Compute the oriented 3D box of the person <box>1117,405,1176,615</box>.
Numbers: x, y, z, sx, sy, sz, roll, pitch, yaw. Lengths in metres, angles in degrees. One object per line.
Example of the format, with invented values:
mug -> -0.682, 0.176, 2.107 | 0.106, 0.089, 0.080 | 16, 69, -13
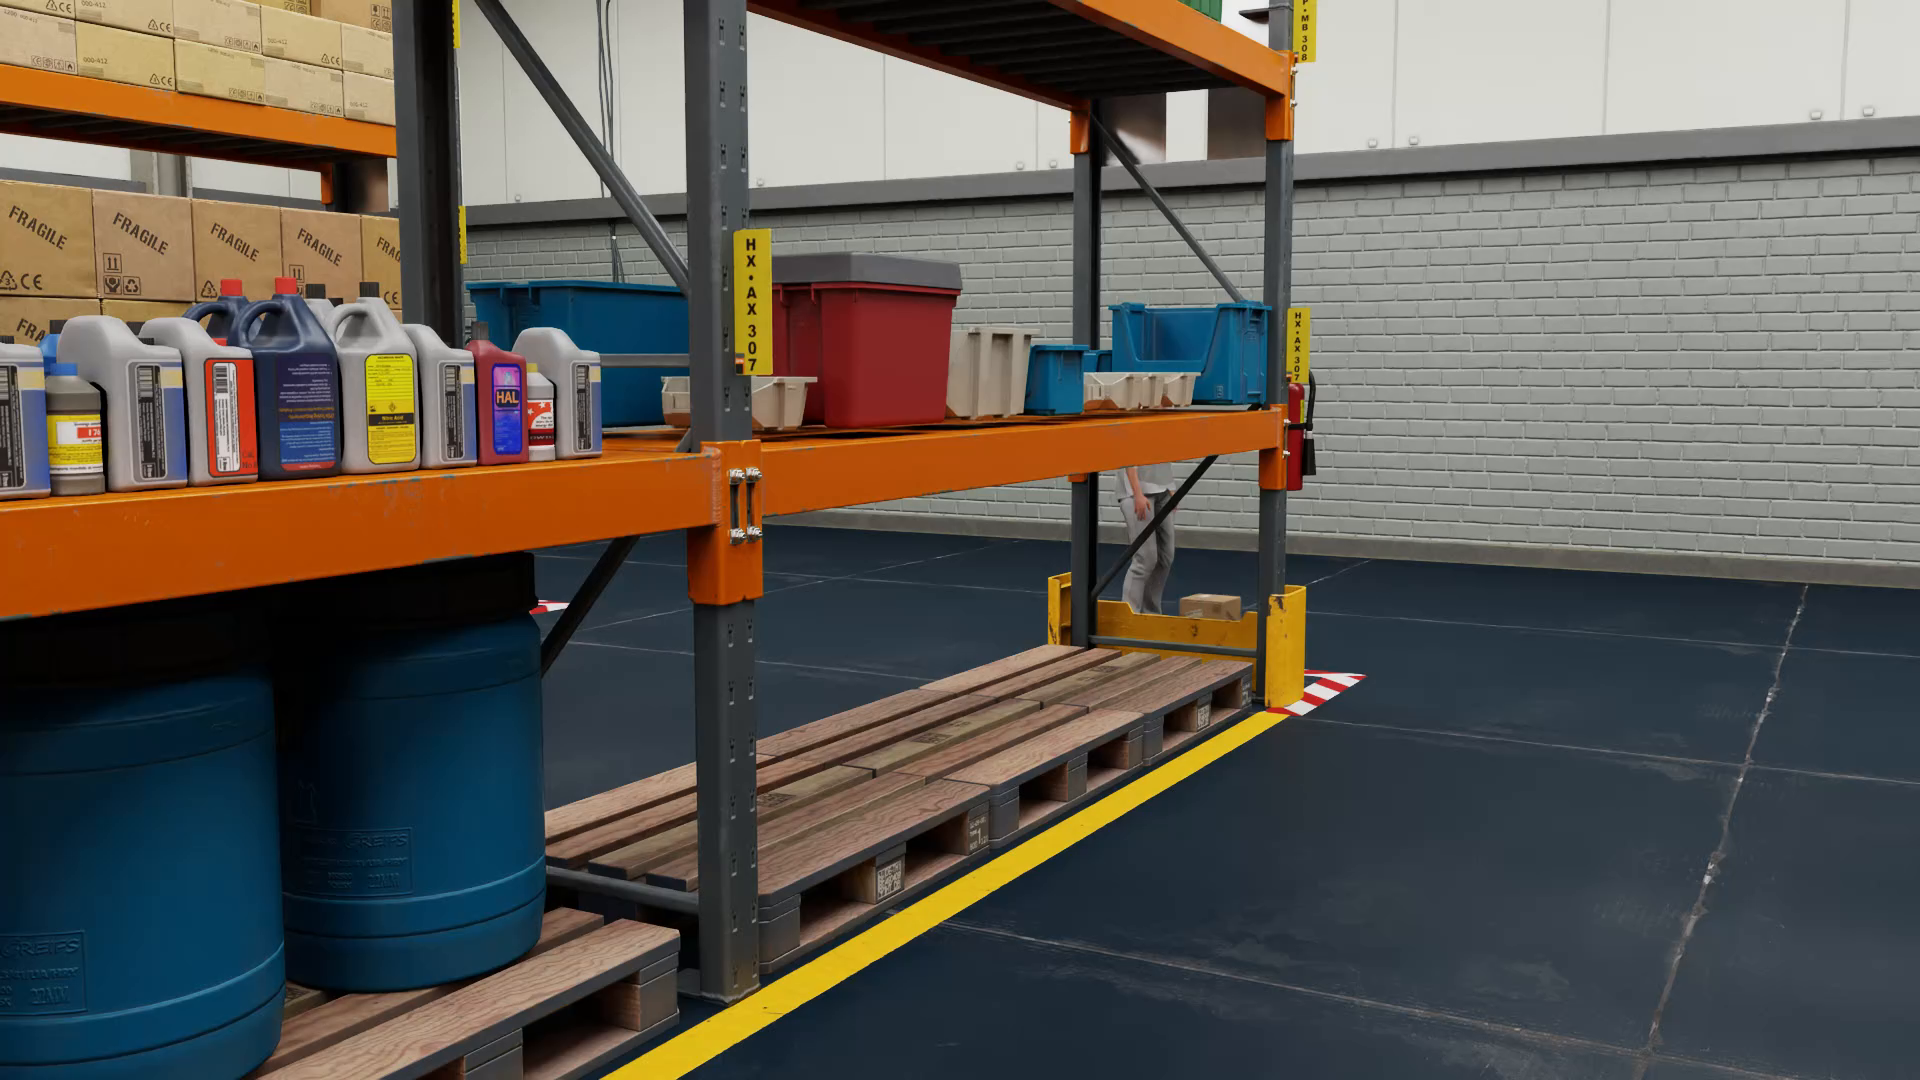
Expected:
person -> 1.009, -0.221, 8.788 | 0.324, 1.592, 0.463 | 4, 7, 33
